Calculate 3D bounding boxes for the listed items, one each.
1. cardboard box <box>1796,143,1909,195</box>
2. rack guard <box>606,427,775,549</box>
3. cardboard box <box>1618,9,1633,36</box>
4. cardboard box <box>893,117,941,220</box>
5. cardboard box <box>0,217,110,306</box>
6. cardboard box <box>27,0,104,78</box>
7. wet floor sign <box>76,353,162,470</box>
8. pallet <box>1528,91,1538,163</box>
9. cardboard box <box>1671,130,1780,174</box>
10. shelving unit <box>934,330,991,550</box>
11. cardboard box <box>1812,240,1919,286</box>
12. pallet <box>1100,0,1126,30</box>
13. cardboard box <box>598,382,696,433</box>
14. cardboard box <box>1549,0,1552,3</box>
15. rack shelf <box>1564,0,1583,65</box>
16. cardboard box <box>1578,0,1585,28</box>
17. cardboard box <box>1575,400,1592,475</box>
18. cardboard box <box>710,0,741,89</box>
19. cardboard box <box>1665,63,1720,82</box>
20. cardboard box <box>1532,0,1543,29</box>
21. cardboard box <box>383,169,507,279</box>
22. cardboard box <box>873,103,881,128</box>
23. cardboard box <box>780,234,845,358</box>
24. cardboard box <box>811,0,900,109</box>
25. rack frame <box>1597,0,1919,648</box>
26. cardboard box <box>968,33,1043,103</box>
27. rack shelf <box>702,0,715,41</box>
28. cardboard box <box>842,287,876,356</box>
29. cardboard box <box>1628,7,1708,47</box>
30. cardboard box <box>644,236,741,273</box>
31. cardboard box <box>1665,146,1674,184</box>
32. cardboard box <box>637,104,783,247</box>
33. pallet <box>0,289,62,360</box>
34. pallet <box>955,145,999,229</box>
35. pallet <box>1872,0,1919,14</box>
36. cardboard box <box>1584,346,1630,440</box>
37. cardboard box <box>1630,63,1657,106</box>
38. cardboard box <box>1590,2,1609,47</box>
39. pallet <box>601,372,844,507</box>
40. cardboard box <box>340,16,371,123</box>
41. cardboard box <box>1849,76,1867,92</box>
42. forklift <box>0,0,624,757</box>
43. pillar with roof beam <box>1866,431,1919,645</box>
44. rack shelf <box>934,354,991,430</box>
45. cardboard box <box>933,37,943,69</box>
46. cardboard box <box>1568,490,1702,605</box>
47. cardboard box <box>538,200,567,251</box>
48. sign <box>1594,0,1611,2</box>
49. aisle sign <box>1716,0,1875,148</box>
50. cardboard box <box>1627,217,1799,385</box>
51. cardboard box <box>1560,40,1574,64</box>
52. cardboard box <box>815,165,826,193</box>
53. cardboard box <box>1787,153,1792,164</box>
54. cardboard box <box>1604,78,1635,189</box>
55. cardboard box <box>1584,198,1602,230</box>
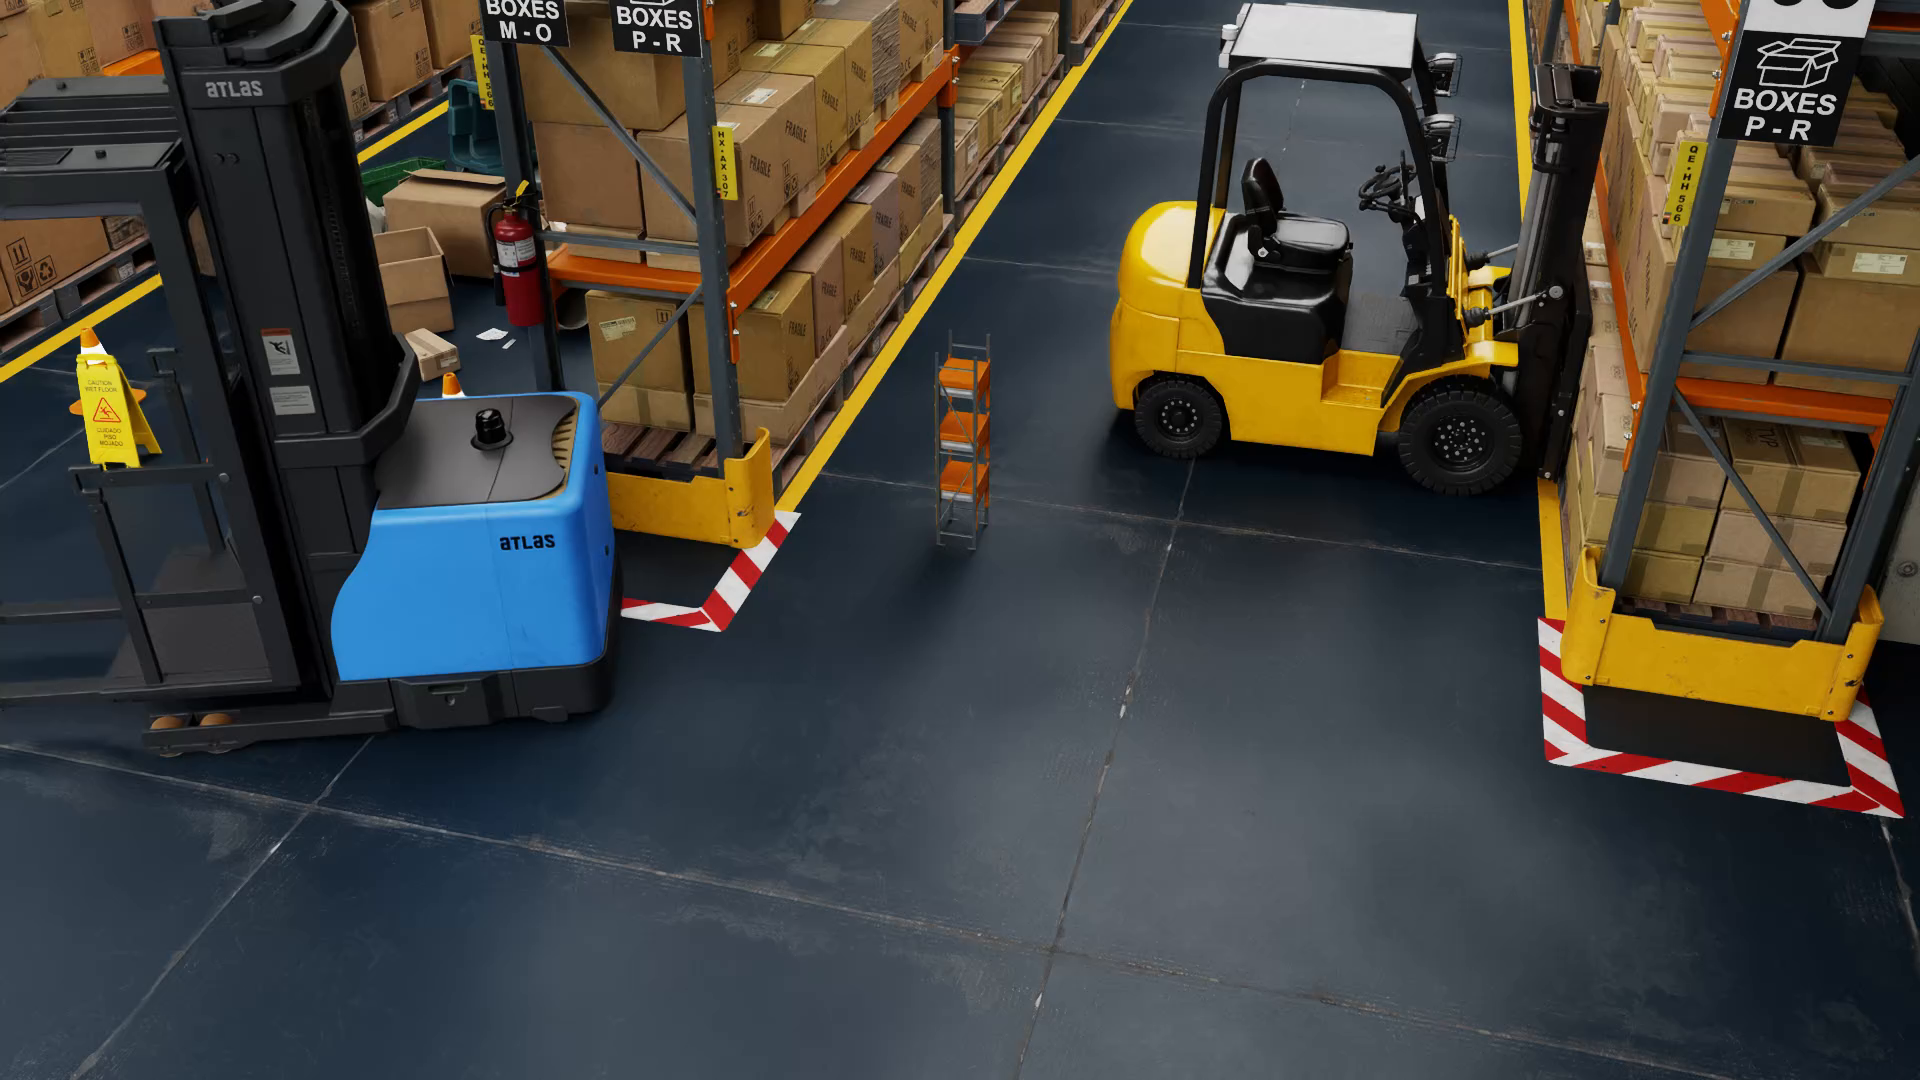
[{"bbox_3d":[3.698,-1.527,6.881,0.380,0.149,0.250,9,33,13],"label":"cardboard box"},{"bbox_3d":[-1.530,-0.328,8.301,1.175,0.500,0.348,8,33,12],"label":"rack guard"},{"bbox_3d":[3.933,-2.932,9.369,0.380,0.149,0.250,8,33,12],"label":"cardboard box"},{"bbox_3d":[-0.424,-2.409,10.717,0.500,0.500,0.500,8,33,12],"label":"cardboard box"},{"bbox_3d":[-6.033,-2.064,10.289,0.875,0.875,0.875,8,33,12],"label":"cardboard box"},{"bbox_3d":[-5.836,-3.070,10.143,0.875,0.550,0.500,8,33,12],"label":"cardboard box"},{"bbox_3d":[-4.455,-0.687,8.730,0.267,0.644,0.232,3,33,4],"label":"wet floor sign"},{"bbox_3d":[5.037,-3.223,13.123,1.003,0.211,1.213,8,33,12],"label":"pallet"},{"bbox_3d":[3.213,-1.598,6.992,0.380,0.149,0.250,9,33,13],"label":"cardboard box"},{"bbox_3d":[0.014,-0.471,8.012,0.215,1.050,0.252,8,33,12],"label":"shelving unit"},{"bbox_3d":[3.590,-1.127,6.529,0.380,0.149,0.250,7,33,11],"label":"cardboard box"},{"bbox_3d":[1.066,-5.349,16.467,1.003,0.211,1.213,8,33,12],"label":"pallet"},{"bbox_3d":[-1.598,-0.829,8.930,0.500,0.250,0.500,8,33,12],"label":"cardboard box"},{"bbox_3d":[5.203,-4.654,14.109,0.380,0.149,0.250,6,33,10],"label":"cardboard box"},{"bbox_3d":[4.776,-3.480,11.599,1.077,0.370,4.000,8,33,12],"label":"rack shelf"},{"bbox_3d":[4.421,-3.495,11.091,0.500,0.250,0.500,8,33,13],"label":"cardboard box"},{"bbox_3d":[3.212,-0.452,7.870,0.500,0.250,0.500,8,33,12],"label":"cardboard box"},{"bbox_3d":[-1.495,-2.490,8.068,0.700,0.500,0.500,8,33,13],"label":"cardboard box"},{"bbox_3d":[3.524,-2.123,7.818,0.380,0.149,0.250,8,33,13],"label":"cardboard box"},{"bbox_3d":[5.564,-4.995,15.249,0.500,0.500,0.500,7,33,11],"label":"cardboard box"},{"bbox_3d":[-3.323,-2.090,10.943,0.797,0.637,0.503,8,33,12],"label":"cardboard box"},{"bbox_3d":[-0.669,-2.449,9.540,0.380,0.149,0.250,7,33,12],"label":"cardboard box"},{"bbox_3d":[-0.943,-1.343,9.038,0.500,0.500,0.500,7,33,11],"label":"cardboard box"},{"bbox_3d":[-0.657,-2.785,9.464,0.500,0.500,0.500,9,34,14],"label":"cardboard box"},{"bbox_3d":[3.253,-0.670,6.508,1.000,3.000,0.127,8,33,12],"label":"rack frame"},{"bbox_3d":[0.149,-3.888,13.628,0.950,0.372,0.625,7,33,11],"label":"cardboard box"},{"bbox_3d":[-1.041,-3.344,8.589,1.077,0.370,4.000,8,33,12],"label":"rack shelf"},{"bbox_3d":[-0.814,-1.290,9.655,0.500,0.250,0.500,10,34,16],"label":"cardboard box"},{"bbox_3d":[3.701,-2.661,8.665,0.380,0.149,0.250,9,33,13],"label":"cardboard box"},{"bbox_3d":[-1.262,-1.386,7.868,0.380,0.149,0.250,8,33,13],"label":"cardboard box"},{"bbox_3d":[3.305,-1.594,7.264,0.380,0.149,0.250,8,33,12],"label":"cardboard box"},{"bbox_3d":[-1.160,-1.720,7.789,0.500,0.500,0.500,8,33,12],"label":"cardboard box"},{"bbox_3d":[-6.235,-1.214,9.963,1.003,0.211,1.213,8,33,12],"label":"pallet"},{"bbox_3d":[-0.338,-2.647,12.217,1.003,0.211,1.213,8,33,12],"label":"pallet"},{"bbox_3d":[3.458,-2.262,6.299,1.003,0.211,1.213,8,33,12],"label":"pallet"},{"bbox_3d":[3.192,-0.656,7.726,0.500,0.250,0.500,9,33,13],"label":"cardboard box"},{"bbox_3d":[3.580,-2.272,8.330,0.380,0.149,0.250,7,33,11],"label":"cardboard box"},{"bbox_3d":[4.146,-3.183,10.135,0.500,0.250,0.500,7,33,11],"label":"cardboard box"},{"bbox_3d":[-1.289,-0.623,9.034,1.003,0.211,1.213,8,33,12],"label":"pallet"},{"bbox_3d":[-5.277,-3.603,12.828,1.050,0.750,0.750,8,33,12],"label":"cardboard box"},{"bbox_3d":[3.965,-2.055,7.712,0.380,0.149,0.250,8,33,13],"label":"cardboard box"},{"bbox_3d":[-3.030,-0.644,6.532,3.031,2.935,1.130,-4,33,-6],"label":"forklift"},{"bbox_3d":[0.138,-4.027,6.196,9.100,9.000,0.400,8,33,12],"label":"pillar with roof beam"},{"bbox_3d":[0.014,-0.701,7.865,0.215,0.259,0.240,8,33,12],"label":"rack shelf"},{"bbox_3d":[-0.320,-3.105,10.573,0.380,0.149,0.250,8,33,12],"label":"cardboard box"},{"bbox_3d":[3.067,0.026,7.584,0.500,0.250,0.500,8,33,13],"label":"cardboard box"},{"bbox_3d":[-2.816,-2.135,11.361,0.258,0.266,0.396,-14,35,-21],"label":"cardboard box"},{"bbox_3d":[3.741,-3.270,9.592,0.100,0.325,0.005,8,33,12],"label":"sign"},{"bbox_3d":[2.953,-1.773,5.820,0.394,0.787,0.004,8,33,12],"label":"aisle sign"},{"bbox_3d":[3.124,-1.003,6.939,0.500,0.500,0.500,7,33,11],"label":"cardboard box"},{"bbox_3d":[4.954,-3.335,12.521,0.875,0.625,0.625,9,34,14],"label":"cardboard box"},{"bbox_3d":[-0.924,-1.910,8.692,0.380,0.149,0.250,9,34,14],"label":"cardboard box"},{"bbox_3d":[3.985,-1.784,7.563,0.380,0.149,0.250,9,34,14],"label":"cardboard box"},{"bbox_3d":[3.660,-2.058,8.598,0.500,0.500,0.500,8,33,12],"label":"cardboard box"},{"bbox_3d":[3.703,-1.712,9.387,0.500,0.250,0.500,8,33,12],"label":"cardboard box"}]
